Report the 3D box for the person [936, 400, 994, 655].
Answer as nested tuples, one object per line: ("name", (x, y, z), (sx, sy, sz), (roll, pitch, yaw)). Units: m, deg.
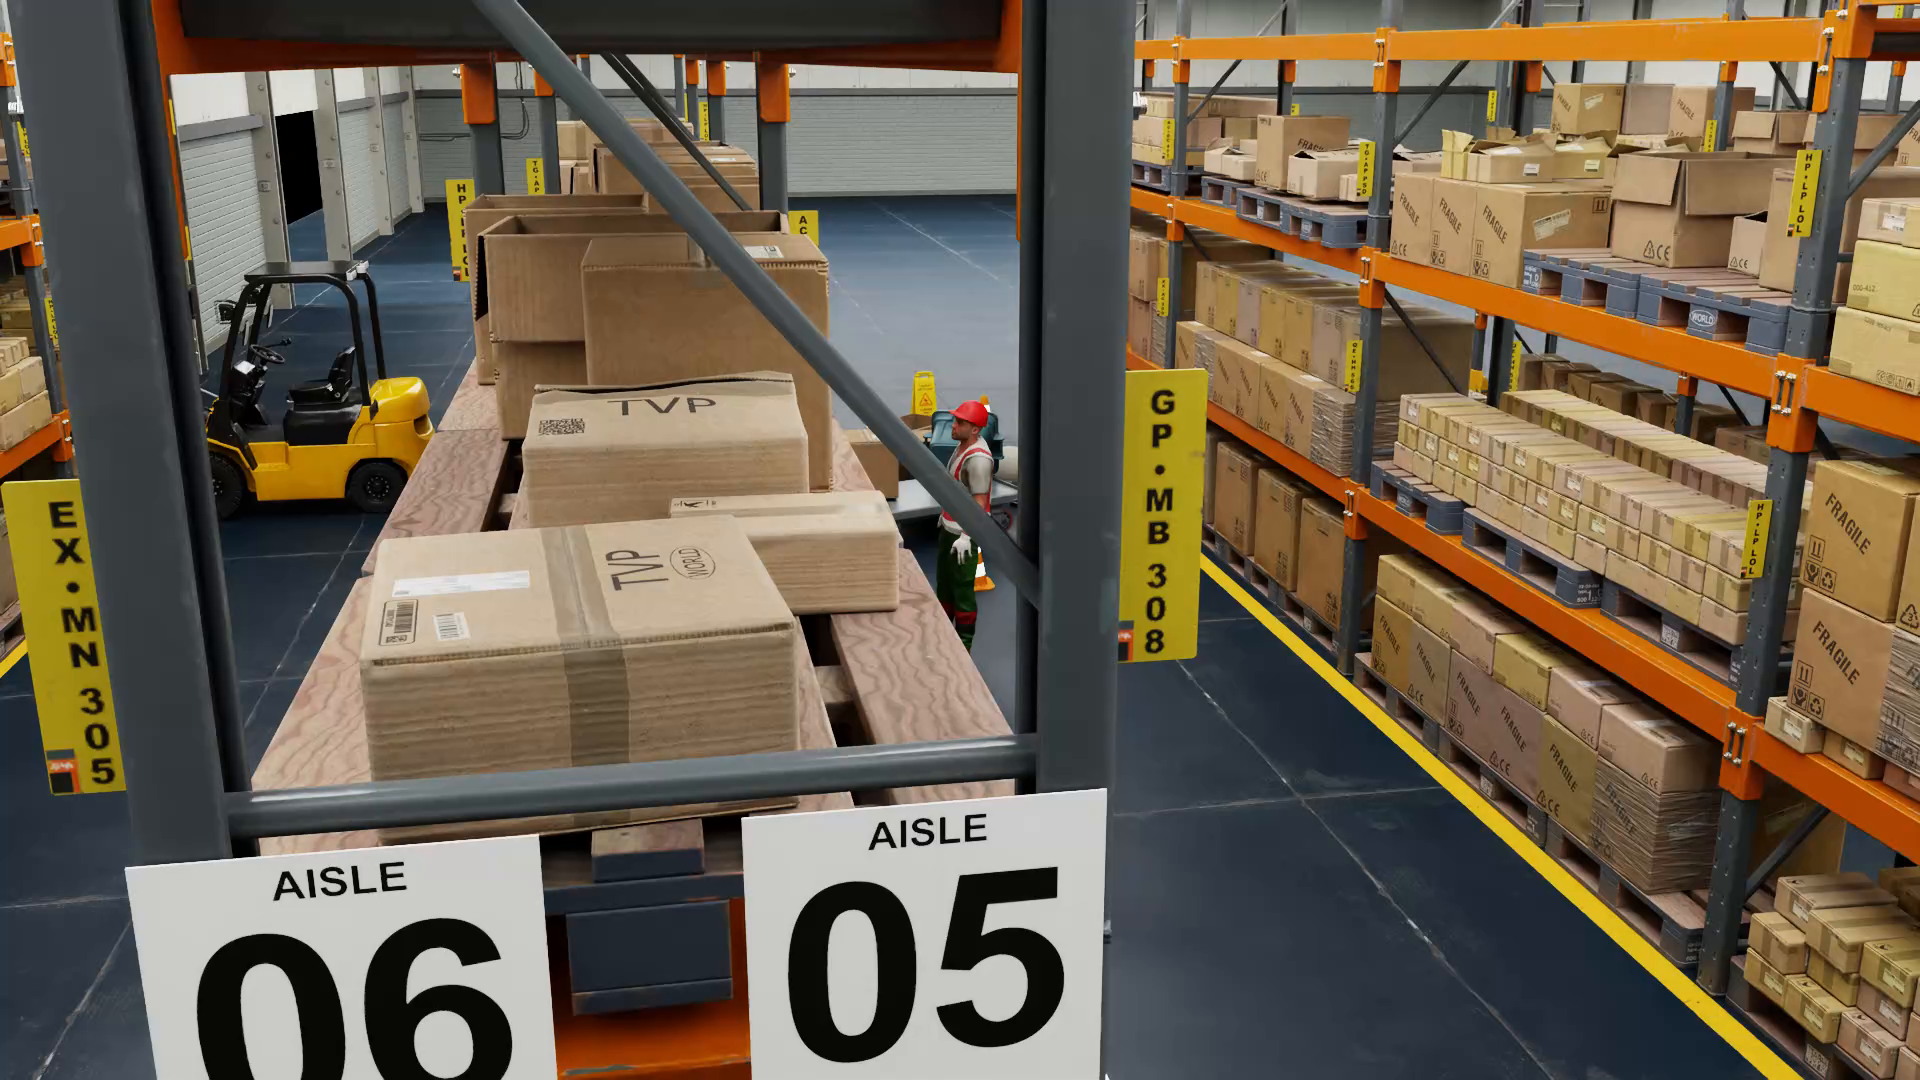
("person", (-0.066, -0.066, 11.182), (0.562, 1.790, 0.637), (-3, 16, -10))
